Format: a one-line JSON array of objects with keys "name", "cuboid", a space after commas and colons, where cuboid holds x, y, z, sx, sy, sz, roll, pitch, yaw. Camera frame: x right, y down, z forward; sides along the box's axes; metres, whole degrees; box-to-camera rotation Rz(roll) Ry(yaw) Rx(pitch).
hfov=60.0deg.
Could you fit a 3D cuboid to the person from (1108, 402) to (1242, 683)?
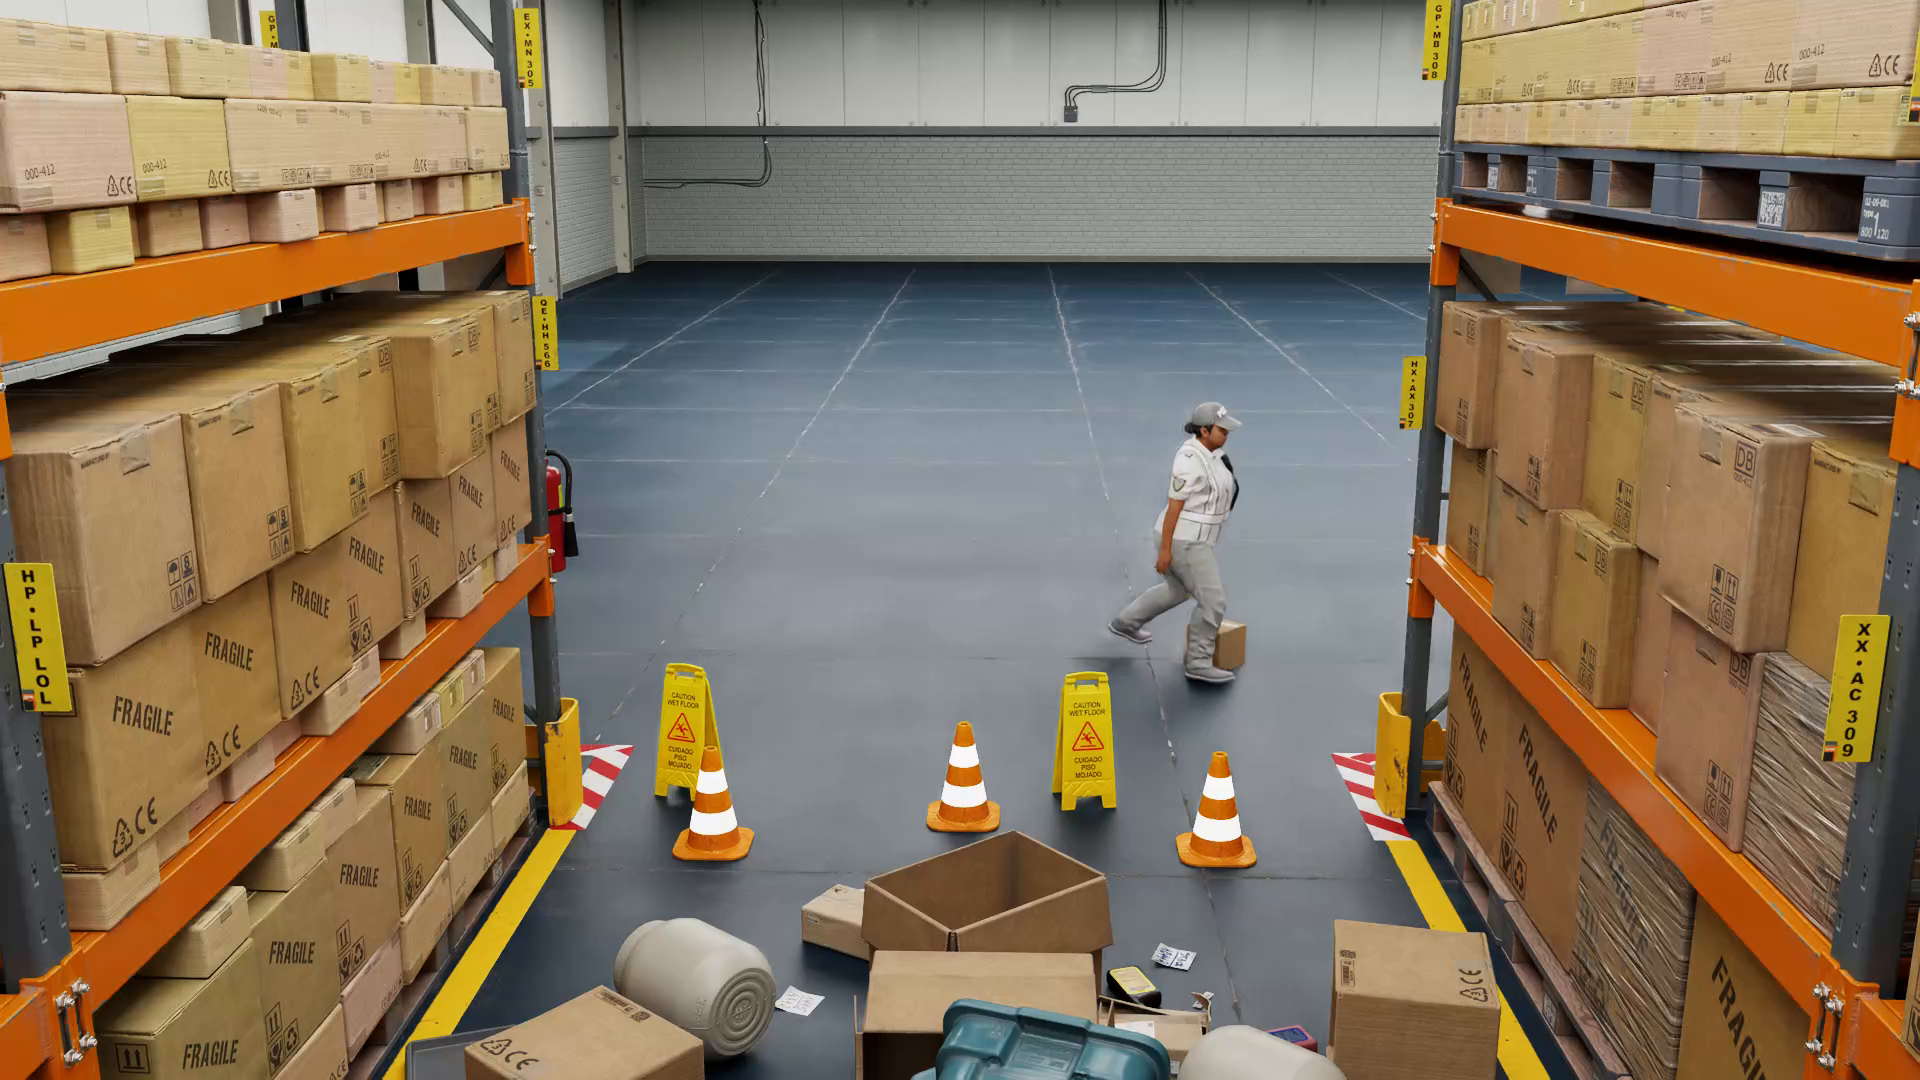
[{"name": "person", "cuboid": [1.248, -0.030, 9.644, 0.858, 1.603, 0.538, 6, 15, 24]}]
